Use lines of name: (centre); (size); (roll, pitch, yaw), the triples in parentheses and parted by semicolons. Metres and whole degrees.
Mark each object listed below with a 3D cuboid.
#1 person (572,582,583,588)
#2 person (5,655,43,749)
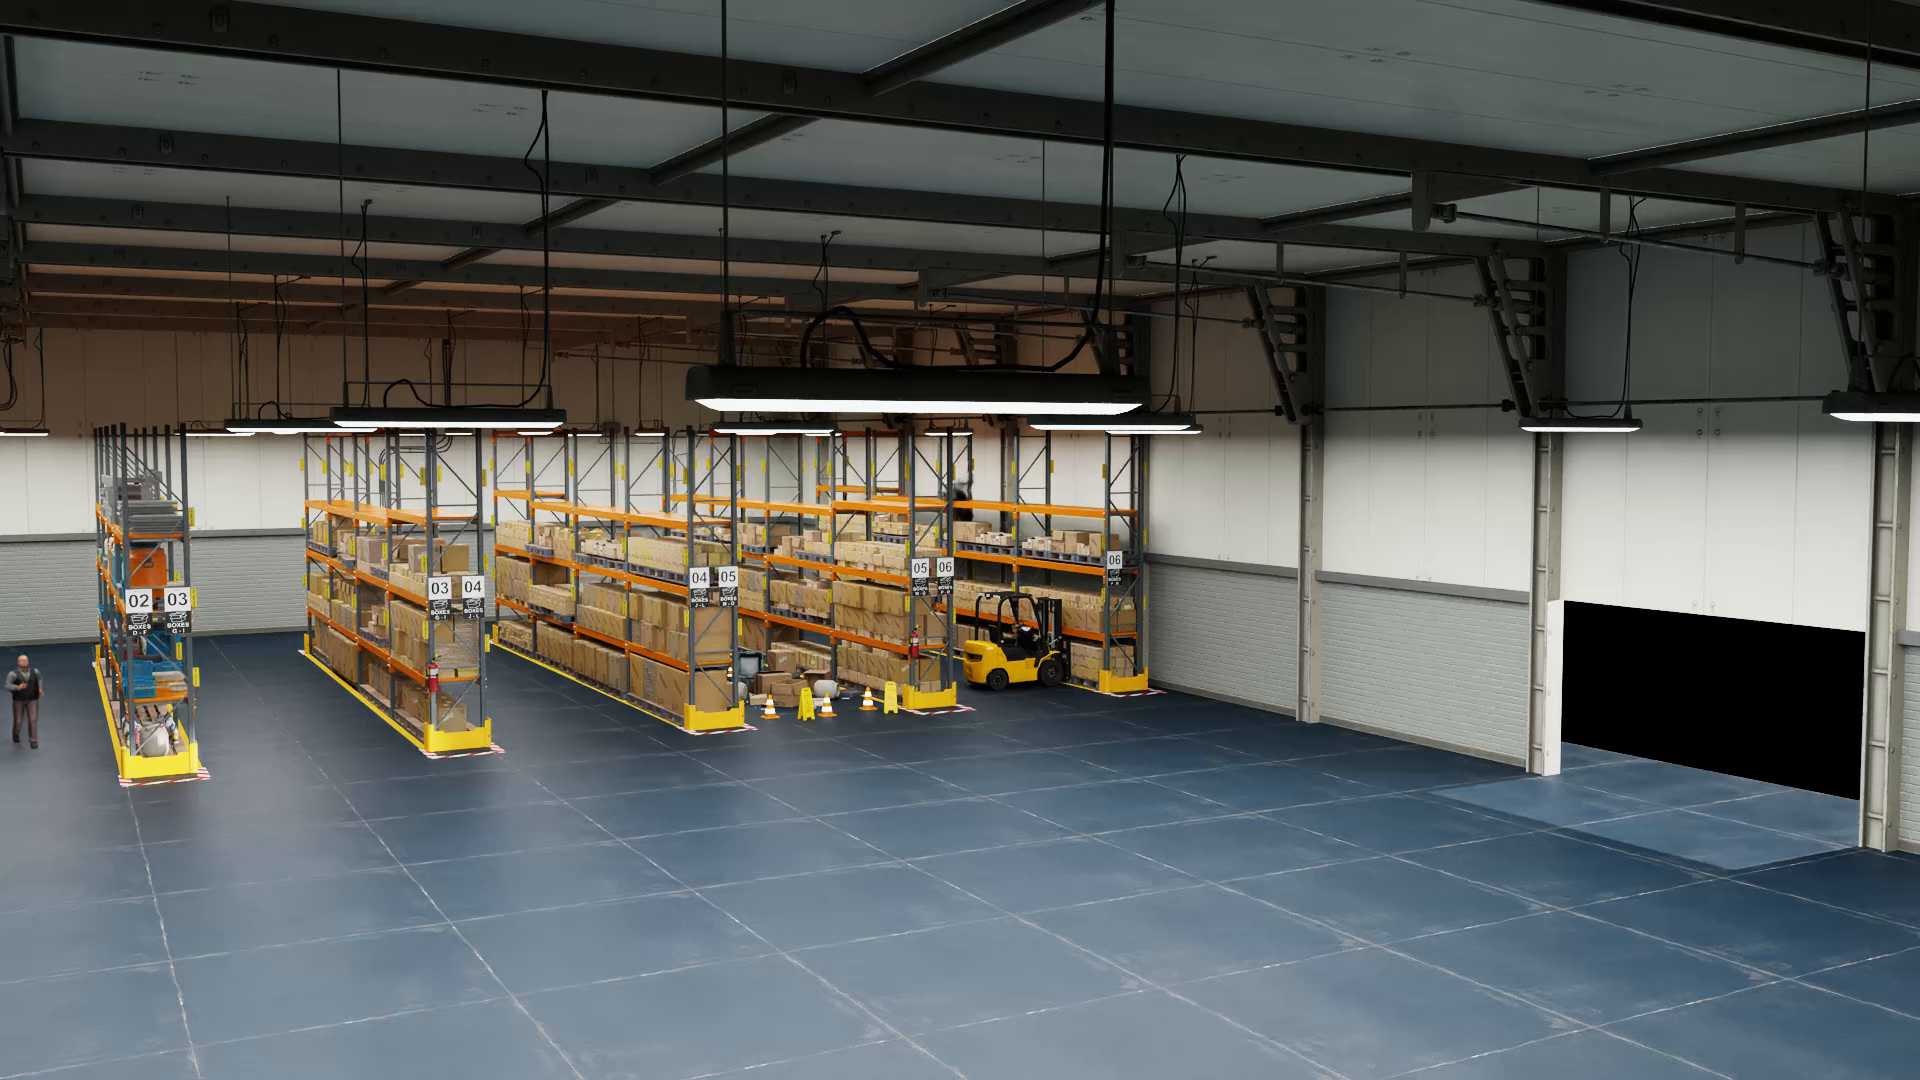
person: (-11.313, 1.899, 49.209); (0.808, 1.838, 0.703); (-2, 4, -34)
person: (-17.309, 2.984, 30.793); (0.662, 1.696, 0.960); (-3, 5, -41)
